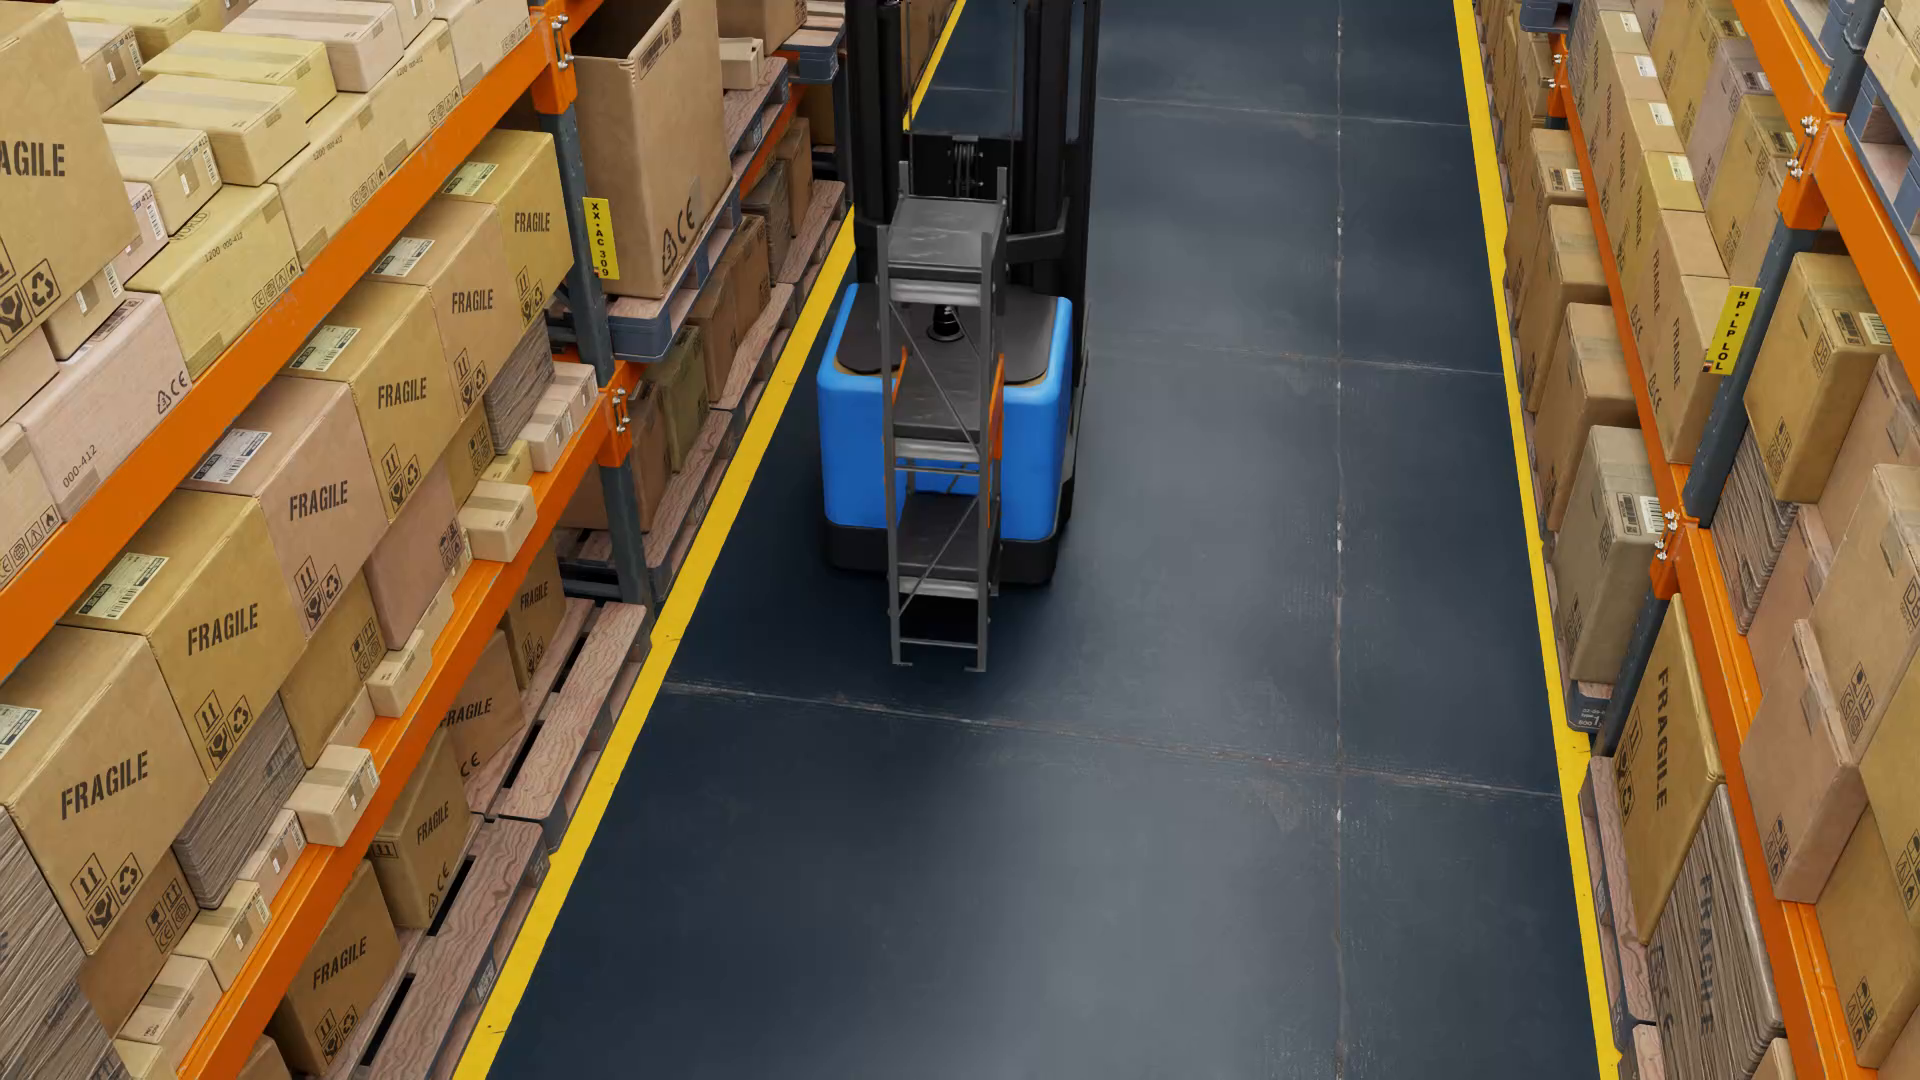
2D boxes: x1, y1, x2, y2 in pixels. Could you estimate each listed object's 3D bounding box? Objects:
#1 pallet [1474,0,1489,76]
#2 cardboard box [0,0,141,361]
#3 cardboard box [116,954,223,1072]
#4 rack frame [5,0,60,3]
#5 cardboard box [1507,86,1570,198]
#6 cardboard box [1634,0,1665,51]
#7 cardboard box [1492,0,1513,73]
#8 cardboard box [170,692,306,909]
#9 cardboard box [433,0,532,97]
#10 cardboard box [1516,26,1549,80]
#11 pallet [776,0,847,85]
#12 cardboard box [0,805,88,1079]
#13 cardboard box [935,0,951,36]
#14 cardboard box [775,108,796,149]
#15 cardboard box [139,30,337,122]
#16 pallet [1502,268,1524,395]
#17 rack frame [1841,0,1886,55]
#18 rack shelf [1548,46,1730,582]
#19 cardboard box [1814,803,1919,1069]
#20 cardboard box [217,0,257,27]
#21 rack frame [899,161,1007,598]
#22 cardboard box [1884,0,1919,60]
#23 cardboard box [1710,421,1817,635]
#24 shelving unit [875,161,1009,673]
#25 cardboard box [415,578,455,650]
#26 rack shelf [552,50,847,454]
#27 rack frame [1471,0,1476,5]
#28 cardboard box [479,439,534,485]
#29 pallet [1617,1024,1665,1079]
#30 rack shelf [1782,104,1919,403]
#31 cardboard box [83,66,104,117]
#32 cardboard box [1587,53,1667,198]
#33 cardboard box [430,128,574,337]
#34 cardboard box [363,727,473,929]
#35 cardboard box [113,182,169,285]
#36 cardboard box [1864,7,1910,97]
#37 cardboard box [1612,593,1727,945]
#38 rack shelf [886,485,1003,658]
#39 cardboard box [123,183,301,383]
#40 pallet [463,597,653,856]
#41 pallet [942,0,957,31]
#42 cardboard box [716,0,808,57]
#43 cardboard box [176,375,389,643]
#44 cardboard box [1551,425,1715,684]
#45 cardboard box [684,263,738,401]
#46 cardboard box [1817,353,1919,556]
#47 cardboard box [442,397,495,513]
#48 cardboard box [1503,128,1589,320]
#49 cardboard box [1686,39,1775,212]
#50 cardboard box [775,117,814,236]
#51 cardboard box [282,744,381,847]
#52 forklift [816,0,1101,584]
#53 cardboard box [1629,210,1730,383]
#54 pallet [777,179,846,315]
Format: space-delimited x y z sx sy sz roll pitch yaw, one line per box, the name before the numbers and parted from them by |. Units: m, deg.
pallet | 4.277 -3.661 12.013 1.003 0.211 1.213 6 40 8
cardboard box | -2.011 -0.708 3.194 0.500 0.500 0.500 6 40 7
cardboard box | -2.106 1.171 4.177 0.380 0.149 0.250 6 40 8
rack frame | -6.027 -3.871 10.078 1.000 3.000 0.127 6 40 8
cardboard box | 3.575 -2.355 9.876 0.500 0.500 0.500 6 40 7
cardboard box | 3.545 -2.540 7.605 0.700 0.500 0.500 6 40 7
cardboard box | 3.854 -3.326 11.051 0.500 0.500 0.500 7 40 8
cardboard box | -2.314 0.565 4.401 0.875 0.500 0.500 6 40 8
cardboard box | -1.663 -1.598 5.092 0.500 0.250 0.500 8 40 9
cardboard box | 3.655 -2.978 10.042 0.500 0.250 0.500 7 40 8
pallet | -1.167 -2.792 8.923 1.213 0.211 1.003 6 40 8
cardboard box | -2.170 0.842 3.280 0.500 0.500 0.500 6 40 8
cardboard box | -0.702 -4.213 11.830 1.225 0.875 0.875 5 40 6
cardboard box | -1.235 -2.396 9.322 0.500 0.250 0.500 8 40 9
cardboard box | -1.847 -1.176 4.269 0.380 0.149 0.250 8 40 9
pallet | 3.508 -1.153 8.979 1.003 0.211 1.213 6 40 8
rack frame | 3.026 -2.516 3.731 1.000 3.000 0.127 6 40 8
rack shelf | 3.372 -1.182 7.390 1.077 0.370 4.000 6 40 8
cardboard box | 2.699 0.988 4.083 0.875 0.550 0.500 6 40 8
cardboard box | -2.248 -1.553 4.725 0.380 0.149 0.250 7 40 8
rack frame | -0.027 -0.572 6.794 0.400 2.100 0.015 5 40 6
cardboard box | 2.666 -1.341 4.140 0.500 0.250 0.500 7 40 8
cardboard box | 2.974 -0.029 5.313 0.875 0.550 0.550 6 40 8
shelving unit | -0.058 -0.418 6.607 0.431 2.100 0.503 5 40 6
cardboard box | -1.854 0.229 5.316 0.380 0.149 0.250 6 40 8
rack shelf | -1.495 -1.792 8.128 1.077 0.370 4.000 6 40 8
rack frame | 4.411 -5.225 11.715 1.000 3.000 0.127 6 40 8
cardboard box | -1.744 -0.244 5.888 0.380 0.149 0.250 6 40 8
pallet | 2.609 2.107 5.036 1.003 0.211 1.213 6 40 8
rack shelf | 2.680 0.172 3.398 1.077 0.370 4.000 6 40 8
cardboard box | -2.390 -1.074 4.145 0.380 0.149 0.250 6 40 7
cardboard box | 3.202 -1.865 7.573 0.500 0.500 0.500 6 40 8
cardboard box | -1.648 -1.040 5.557 0.500 0.500 0.500 6 40 8
cardboard box | -2.072 0.992 5.828 0.500 0.500 0.500 3 40 4
cardboard box | -2.002 -0.677 3.666 0.380 0.149 0.250 6 40 7
cardboard box | 2.629 -1.273 4.370 0.380 0.149 0.250 6 40 7
cardboard box | 2.849 0.840 5.718 0.875 0.875 0.875 7 40 8
rack shelf | -0.058 0.132 7.062 0.431 0.518 0.480 5 40 6
cardboard box | -1.938 -0.638 3.931 0.500 0.250 0.500 8 40 9
pallet | -1.923 0.686 6.755 1.003 0.211 1.213 6 40 8
pallet | -0.516 -4.268 12.746 1.003 0.211 1.213 6 40 8
cardboard box | -1.201 -2.820 8.399 0.700 0.500 0.500 12 41 14
cardboard box | -1.911 -0.099 4.419 0.500 0.500 0.500 6 40 8
cardboard box | 3.045 0.102 6.709 1.050 0.750 0.750 6 40 7
cardboard box | -1.516 -1.052 8.285 0.700 0.500 0.500 3 40 4
cardboard box | 2.948 -0.092 4.542 0.875 0.550 0.550 6 40 8
cardboard box | -2.101 -0.382 5.546 0.875 0.500 0.500 6 40 8
cardboard box | 3.525 -1.637 8.812 1.050 0.750 0.750 6 40 7
cardboard box | 3.281 -1.580 6.444 0.700 0.500 0.500 7 40 8
cardboard box | -1.245 -2.108 9.562 0.700 0.500 0.500 4 40 5
cardboard box | -1.894 0.710 4.735 0.380 0.149 0.250 6 40 8
forklift | 0.085 -1.870 7.712 1.130 2.935 3.031 5 40 6
cardboard box | 2.941 -0.917 6.426 0.500 0.500 0.500 6 40 7
pallet | -1.286 -1.760 9.713 1.003 0.211 1.213 6 40 8
